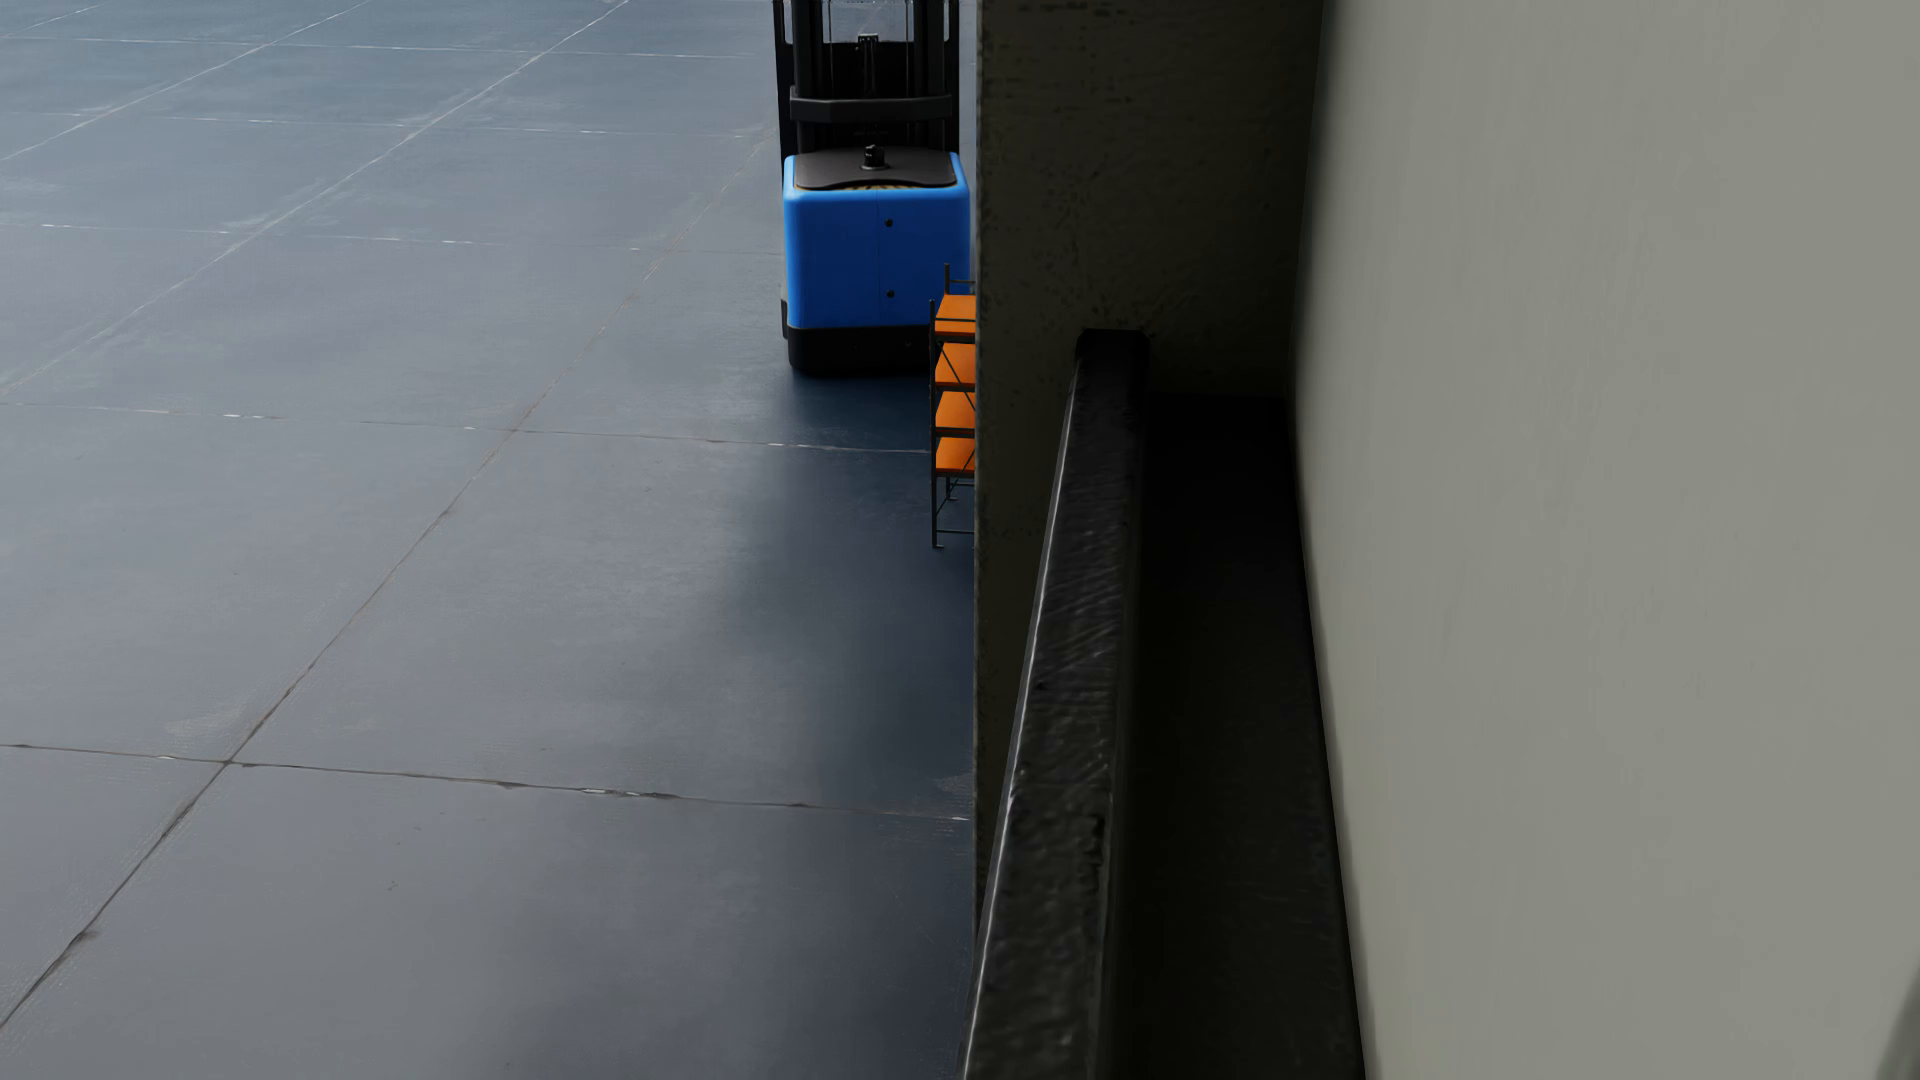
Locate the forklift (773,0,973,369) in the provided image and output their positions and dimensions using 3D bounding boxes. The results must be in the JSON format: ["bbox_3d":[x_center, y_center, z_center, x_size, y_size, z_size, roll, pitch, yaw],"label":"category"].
[{"bbox_3d":[-0.568,-2.927,10.093,1.130,2.935,3.031,-2,28,-4],"label":"forklift"}]

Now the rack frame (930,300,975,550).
[{"bbox_3d":[-0.010,-0.491,7.397,0.240,1.200,0.015,3,28,6],"label":"rack frame"}]

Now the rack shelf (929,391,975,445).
[{"bbox_3d":[0.020,-0.547,7.642,0.258,0.148,0.480,3,28,6],"label":"rack shelf"}]

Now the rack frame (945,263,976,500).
[{"bbox_3d":[0.050,-0.721,7.823,0.240,1.200,0.015,3,28,6],"label":"rack frame"}]

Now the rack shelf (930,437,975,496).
[{"bbox_3d":[0.020,-0.372,7.736,0.258,0.148,0.480,3,28,6],"label":"rack shelf"}]

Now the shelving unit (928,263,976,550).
[{"bbox_3d":[0.020,-0.606,7.610,0.258,1.200,0.503,3,28,6],"label":"shelving unit"}]

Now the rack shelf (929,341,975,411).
[{"bbox_3d":[0.020,-0.744,7.536,0.258,0.148,0.480,3,28,6],"label":"rack shelf"}]

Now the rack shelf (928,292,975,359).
[{"bbox_3d":[0.020,-0.952,7.424,0.258,0.148,0.480,3,28,6],"label":"rack shelf"}]
